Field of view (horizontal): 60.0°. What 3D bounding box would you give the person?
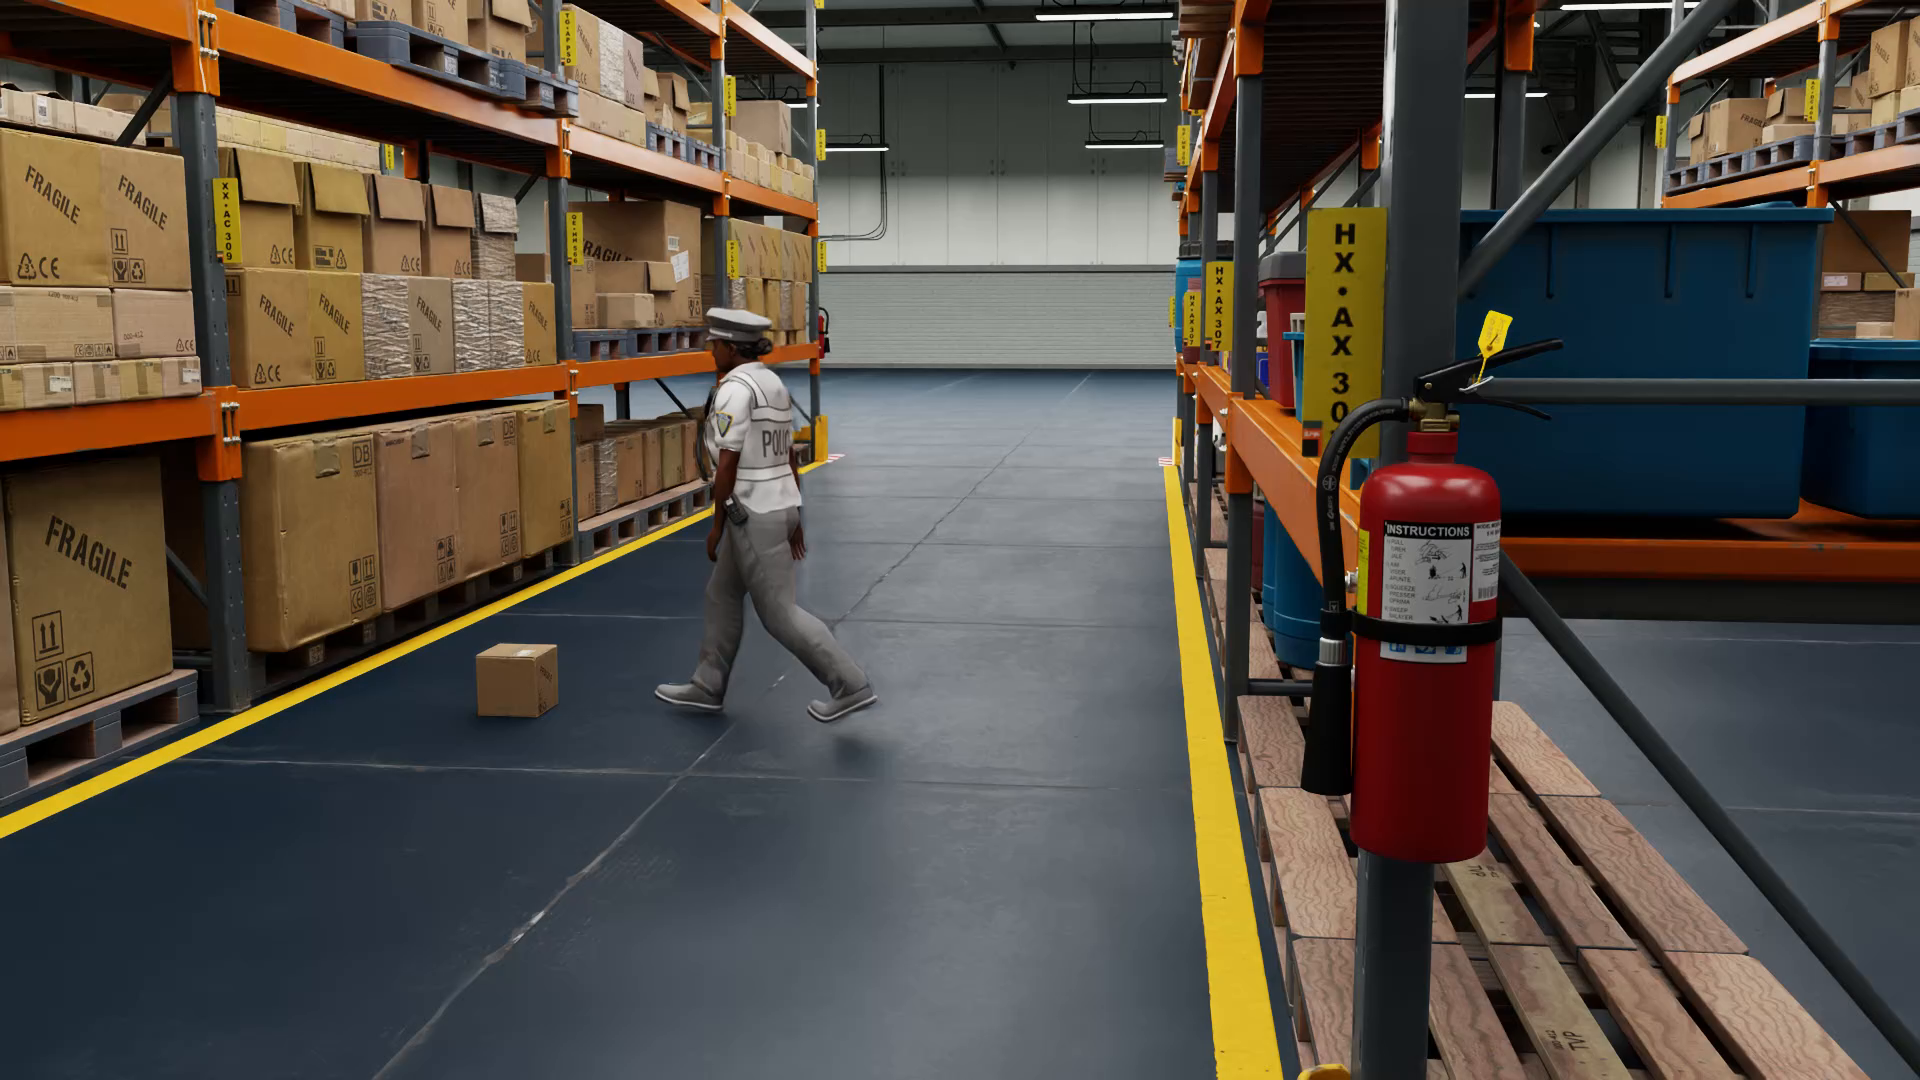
[{"bbox_3d":[-0.773,-0.091,6.492,1.018,1.617,0.465,2,8,14],"label":"person"}]
